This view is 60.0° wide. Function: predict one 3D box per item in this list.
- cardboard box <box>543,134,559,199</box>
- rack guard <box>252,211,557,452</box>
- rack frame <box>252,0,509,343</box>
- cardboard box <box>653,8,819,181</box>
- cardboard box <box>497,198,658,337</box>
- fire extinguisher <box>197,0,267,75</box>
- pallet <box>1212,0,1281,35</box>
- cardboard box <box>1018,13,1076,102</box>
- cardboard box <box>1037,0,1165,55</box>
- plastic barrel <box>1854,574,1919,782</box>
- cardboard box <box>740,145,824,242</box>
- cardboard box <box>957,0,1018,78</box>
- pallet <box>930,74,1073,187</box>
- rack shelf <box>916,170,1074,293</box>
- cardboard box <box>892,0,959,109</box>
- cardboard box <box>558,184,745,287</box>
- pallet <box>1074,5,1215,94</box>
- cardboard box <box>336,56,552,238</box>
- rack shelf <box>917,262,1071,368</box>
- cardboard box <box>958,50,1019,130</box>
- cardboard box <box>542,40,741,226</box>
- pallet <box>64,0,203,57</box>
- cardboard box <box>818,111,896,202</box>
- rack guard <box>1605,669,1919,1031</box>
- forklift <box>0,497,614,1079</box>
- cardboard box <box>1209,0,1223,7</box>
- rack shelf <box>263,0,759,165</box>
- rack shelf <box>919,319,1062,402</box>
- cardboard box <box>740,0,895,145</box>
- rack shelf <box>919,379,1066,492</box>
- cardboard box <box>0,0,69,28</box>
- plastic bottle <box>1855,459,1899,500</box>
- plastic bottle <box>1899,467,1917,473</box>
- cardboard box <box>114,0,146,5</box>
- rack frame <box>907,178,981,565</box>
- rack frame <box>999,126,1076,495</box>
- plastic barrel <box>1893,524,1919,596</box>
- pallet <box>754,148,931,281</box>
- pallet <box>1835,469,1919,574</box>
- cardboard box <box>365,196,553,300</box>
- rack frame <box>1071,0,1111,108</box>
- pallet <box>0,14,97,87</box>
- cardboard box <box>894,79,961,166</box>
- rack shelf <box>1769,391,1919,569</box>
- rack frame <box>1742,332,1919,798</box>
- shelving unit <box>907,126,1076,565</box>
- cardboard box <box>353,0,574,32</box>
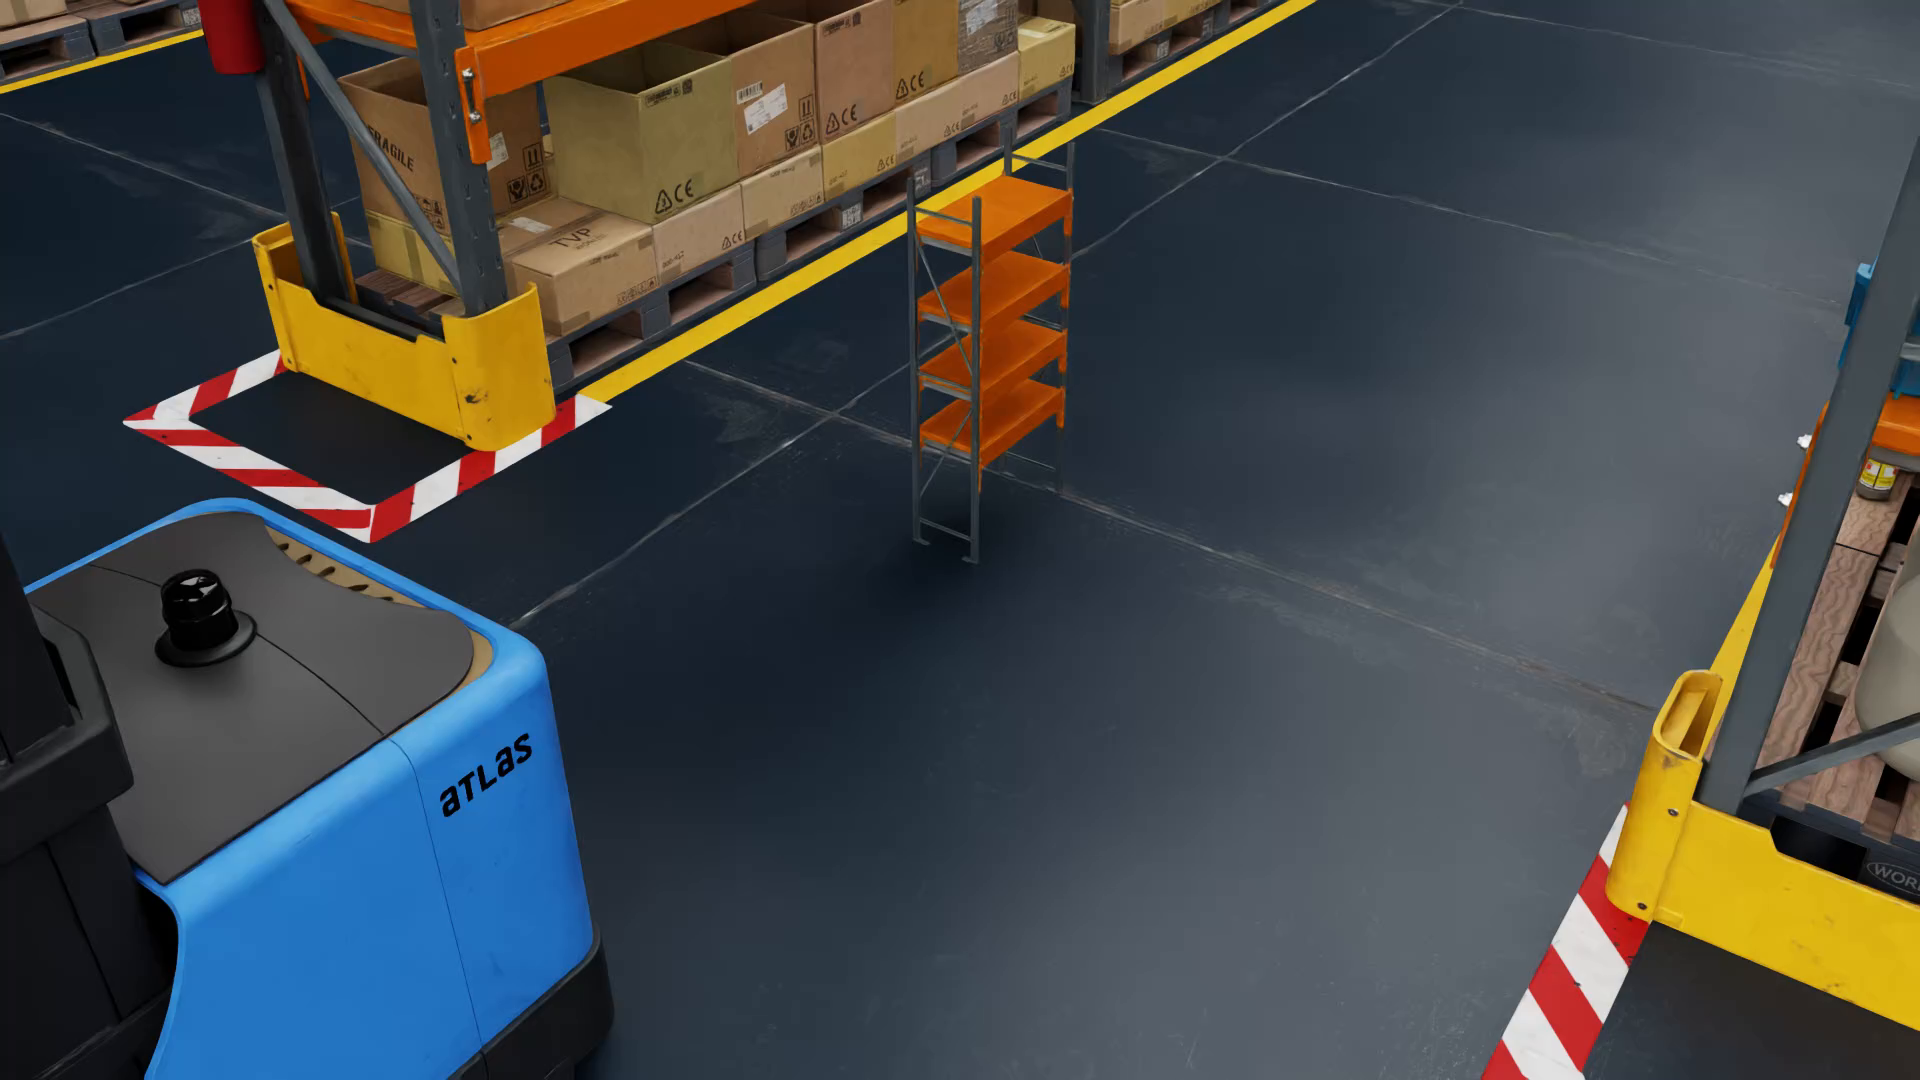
[{"bbox_3d":[-1.631,-1.417,6.748,0.500,0.250,0.500,21,39,28],"label":"cardboard box"},{"bbox_3d":[-1.983,-0.761,5.928,1.175,0.500,0.348,21,39,28],"label":"rack guard"},{"bbox_3d":[-1.969,-1.807,5.245,1.000,3.000,0.127,21,39,28],"label":"rack frame"},{"bbox_3d":[-0.923,-1.793,6.635,0.500,0.500,0.500,21,39,28],"label":"cardboard box"},{"bbox_3d":[-1.481,-1.018,6.157,0.500,0.250,0.500,21,39,28],"label":"cardboard box"},{"bbox_3d":[-2.419,-1.869,5.405,0.296,0.674,0.183,21,39,28],"label":"fire extinguisher"},{"bbox_3d":[1.394,-3.408,10.101,1.003,0.211,1.213,21,39,28],"label":"pallet"},{"bbox_3d":[0.226,-2.400,8.200,0.500,0.250,0.500,21,39,28],"label":"cardboard box"},{"bbox_3d":[0.745,-2.789,8.777,0.500,0.250,0.500,20,39,27],"label":"cardboard box"},{"bbox_3d":[2.410,0.306,3.966,0.421,0.512,0.421,0,34,0],"label":"plastic barrel"},{"bbox_3d":[-0.913,-1.479,6.839,0.500,0.250,0.500,21,39,28],"label":"cardboard box"},{"bbox_3d":[-0.068,-2.484,7.656,0.500,0.500,0.500,21,39,28],"label":"cardboard box"},{"bbox_3d":[-0.177,-2.140,8.226,1.003,0.211,1.213,21,39,28],"label":"pallet"},{"bbox_3d":[0.094,-0.899,4.806,0.258,0.148,0.480,21,39,28],"label":"rack shelf"},{"bbox_3d":[-0.350,-2.253,7.314,0.500,0.500,0.500,21,39,28],"label":"cardboard box"},{"bbox_3d":[-1.199,-1.249,6.499,0.500,0.250,0.500,21,39,28],"label":"cardboard box"},{"bbox_3d":[0.699,-2.844,9.268,1.003,0.211,1.213,21,39,28],"label":"pallet"},{"bbox_3d":[-1.908,-1.495,6.193,0.500,0.500,0.500,21,39,28],"label":"cardboard box"},{"bbox_3d":[0.094,-0.703,4.939,0.258,0.148,0.480,21,39,28],"label":"rack shelf"},{"bbox_3d":[-0.067,-2.173,7.865,0.500,0.250,0.500,21,39,28],"label":"cardboard box"},{"bbox_3d":[-1.197,-1.559,6.288,0.500,0.500,0.500,21,39,28],"label":"cardboard box"},{"bbox_3d":[-4.809,-3.189,9.778,1.003,0.211,1.213,21,39,28],"label":"pallet"},{"bbox_3d":[-0.624,-1.708,7.177,0.500,0.250,0.500,21,39,28],"label":"cardboard box"},{"bbox_3d":[2.102,0.762,3.677,1.175,0.500,0.348,21,39,28],"label":"rack guard"},{"bbox_3d":[0.803,-1.067,3.525,3.399,3.703,9.586,21,40,28],"label":"forklift"},{"bbox_3d":[1.330,-3.263,9.478,0.500,0.250,0.500,20,39,27],"label":"cardboard box"},{"bbox_3d":[-0.829,-2.430,6.807,1.077,0.370,4.000,21,39,28],"label":"rack shelf"},{"bbox_3d":[0.094,-0.550,5.042,0.221,0.050,0.457,21,39,28],"label":"rack shelf"},{"bbox_3d":[-0.624,-2.018,6.967,0.500,0.500,0.500,21,39,28],"label":"cardboard box"},{"bbox_3d":[0.094,-0.353,5.175,0.258,0.148,0.480,21,39,28],"label":"rack shelf"},{"bbox_3d":[-5.248,-3.008,9.028,0.500,0.311,0.500,25,41,32],"label":"cardboard box"},{"bbox_3d":[2.785,-0.232,5.020,0.097,0.201,0.097,0,34,0],"label":"plastic bottle"},{"bbox_3d":[2.951,-0.370,5.158,0.152,0.276,0.135,22,40,29],"label":"plastic bottle"},{"bbox_3d":[-4.788,-3.408,9.451,0.700,0.500,0.500,19,38,25],"label":"cardboard box"},{"bbox_3d":[-0.045,-0.461,4.860,0.240,1.200,0.015,21,39,28],"label":"rack frame"},{"bbox_3d":[0.234,-0.685,5.193,0.240,1.200,0.015,21,39,28],"label":"rack frame"},{"bbox_3d":[2.696,0.075,4.307,0.421,0.512,0.421,0,34,0],"label":"plastic barrel"},{"bbox_3d":[-0.872,-1.577,7.393,1.003,0.211,1.213,21,39,28],"label":"pallet"},{"bbox_3d":[3.266,-0.049,5.135,1.003,0.211,1.213,21,39,28],"label":"pallet"},{"bbox_3d":[-1.906,-1.183,6.402,0.500,0.250,0.500,21,39,28],"label":"cardboard box"},{"bbox_3d":[0.311,-3.648,7.967,1.000,3.000,0.127,21,39,28],"label":"rack frame"},{"bbox_3d":[-5.506,-2.630,8.951,1.003,0.211,1.213,21,39,28],"label":"pallet"},{"bbox_3d":[-0.340,-1.938,7.518,0.500,0.250,0.500,21,39,28],"label":"cardboard box"},{"bbox_3d":[3.238,-0.846,4.465,1.077,0.370,4.000,21,39,28],"label":"rack shelf"},{"bbox_3d":[2.100,-0.222,2.901,0.949,2.616,0.053,21,39,28],"label":"rack frame"},{"bbox_3d":[0.094,-0.573,5.027,0.258,1.200,0.503,21,39,28],"label":"shelving unit"},{"bbox_3d":[-1.693,-2.059,5.528,0.700,0.500,0.500,21,39,28],"label":"cardboard box"}]
